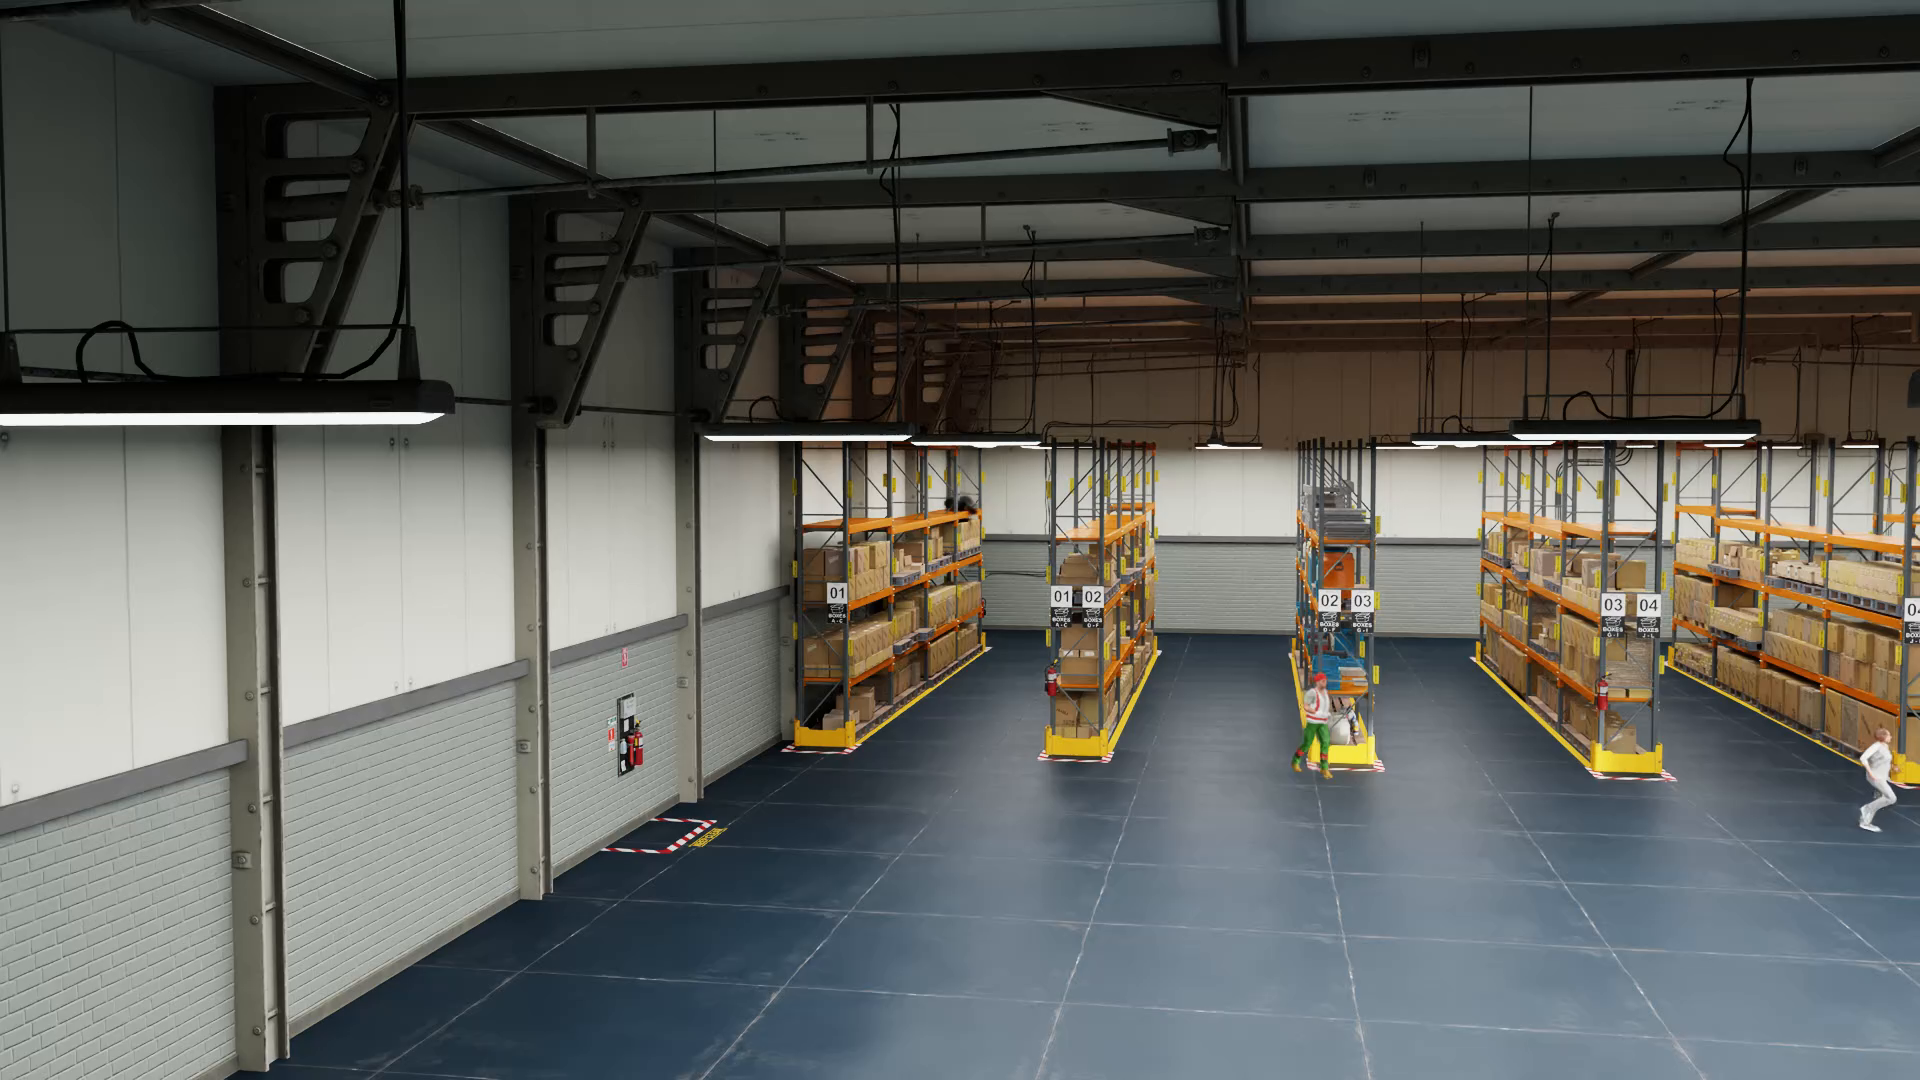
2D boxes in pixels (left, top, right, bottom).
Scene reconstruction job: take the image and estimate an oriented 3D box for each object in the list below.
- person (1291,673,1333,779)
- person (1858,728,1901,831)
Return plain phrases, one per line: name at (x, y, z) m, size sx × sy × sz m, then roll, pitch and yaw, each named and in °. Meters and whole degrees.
person at (6.339, 3.256, 29.429) m, size 0.707 × 1.815 × 0.872 m, roll -2°, pitch 4°, yaw -32°
person at (13.892, 3.615, 25.104) m, size 0.542 × 1.556 × 0.541 m, roll 3°, pitch 4°, yaw 41°
